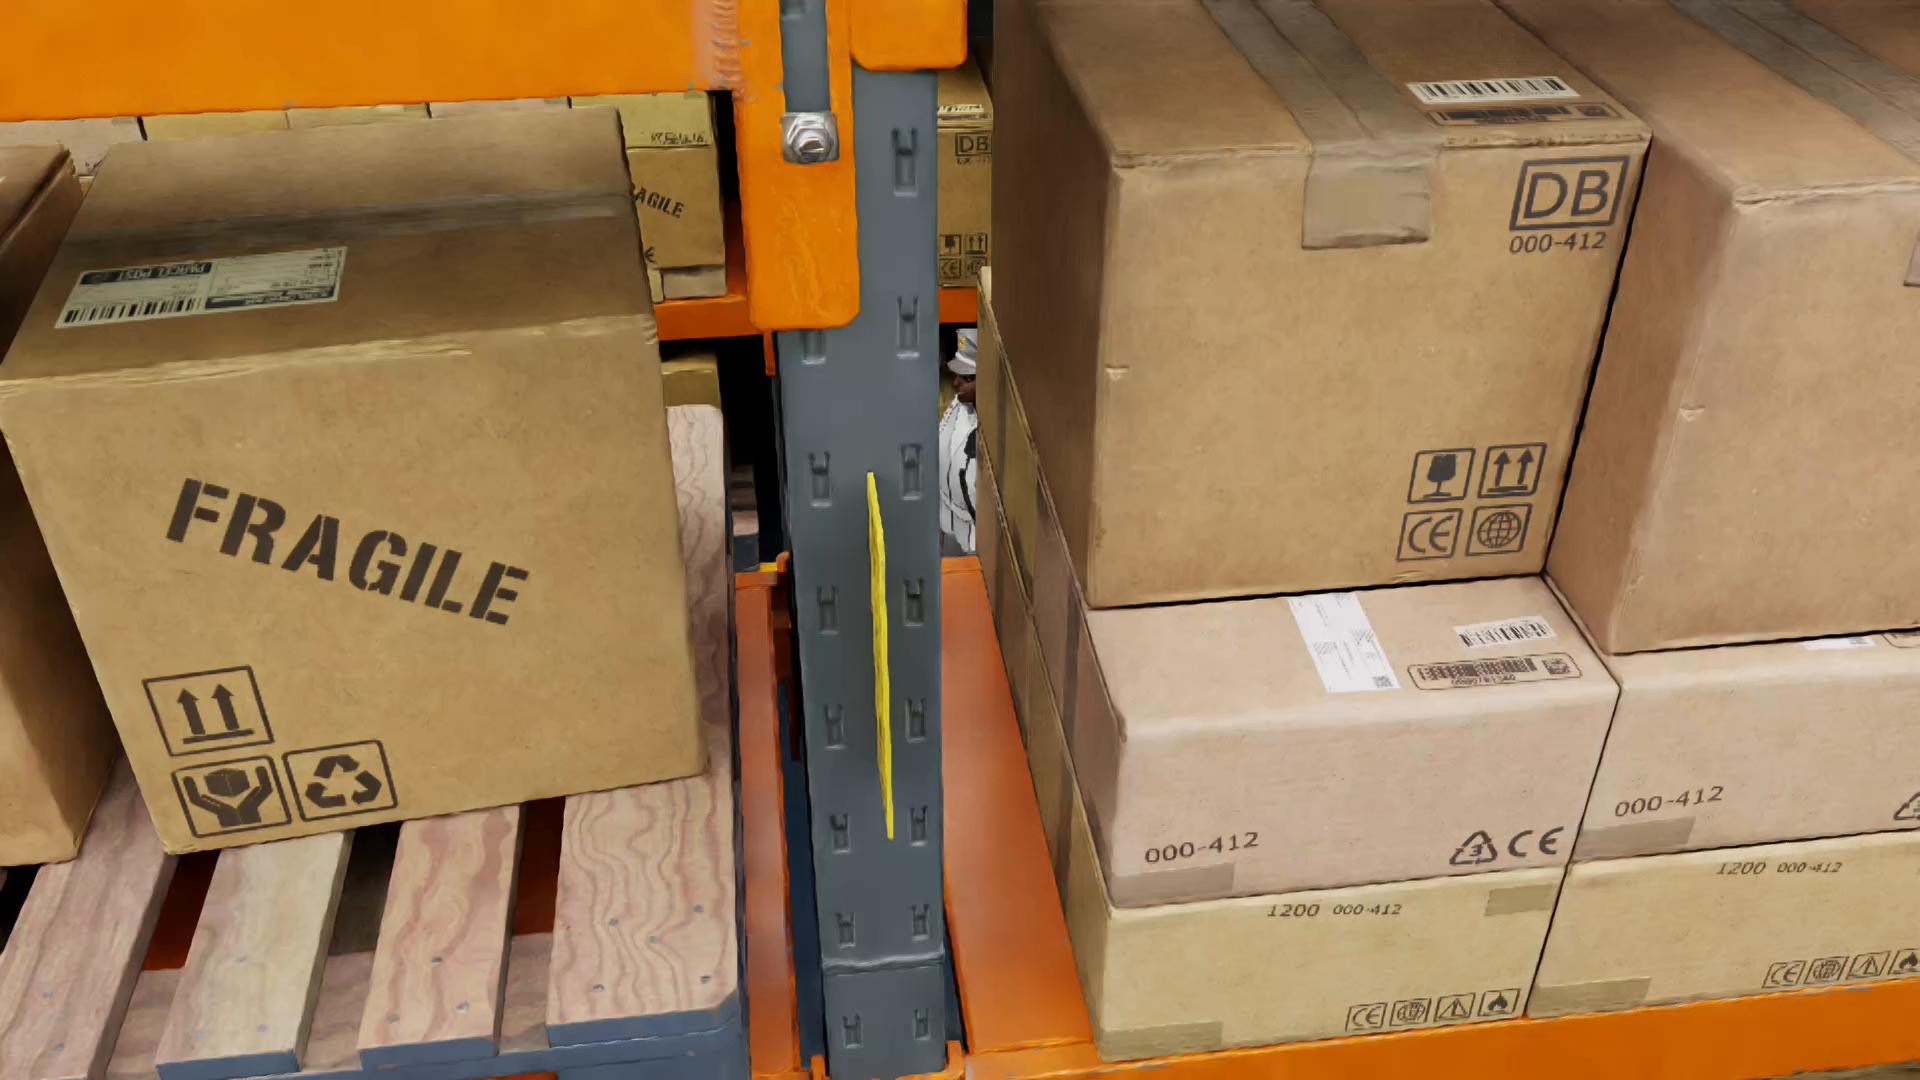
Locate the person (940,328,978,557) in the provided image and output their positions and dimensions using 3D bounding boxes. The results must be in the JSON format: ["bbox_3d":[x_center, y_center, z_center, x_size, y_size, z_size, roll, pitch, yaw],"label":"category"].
[{"bbox_3d":[0.066,0.018,6.097,0.404,1.705,0.535,-18,39,-24],"label":"person"}]
